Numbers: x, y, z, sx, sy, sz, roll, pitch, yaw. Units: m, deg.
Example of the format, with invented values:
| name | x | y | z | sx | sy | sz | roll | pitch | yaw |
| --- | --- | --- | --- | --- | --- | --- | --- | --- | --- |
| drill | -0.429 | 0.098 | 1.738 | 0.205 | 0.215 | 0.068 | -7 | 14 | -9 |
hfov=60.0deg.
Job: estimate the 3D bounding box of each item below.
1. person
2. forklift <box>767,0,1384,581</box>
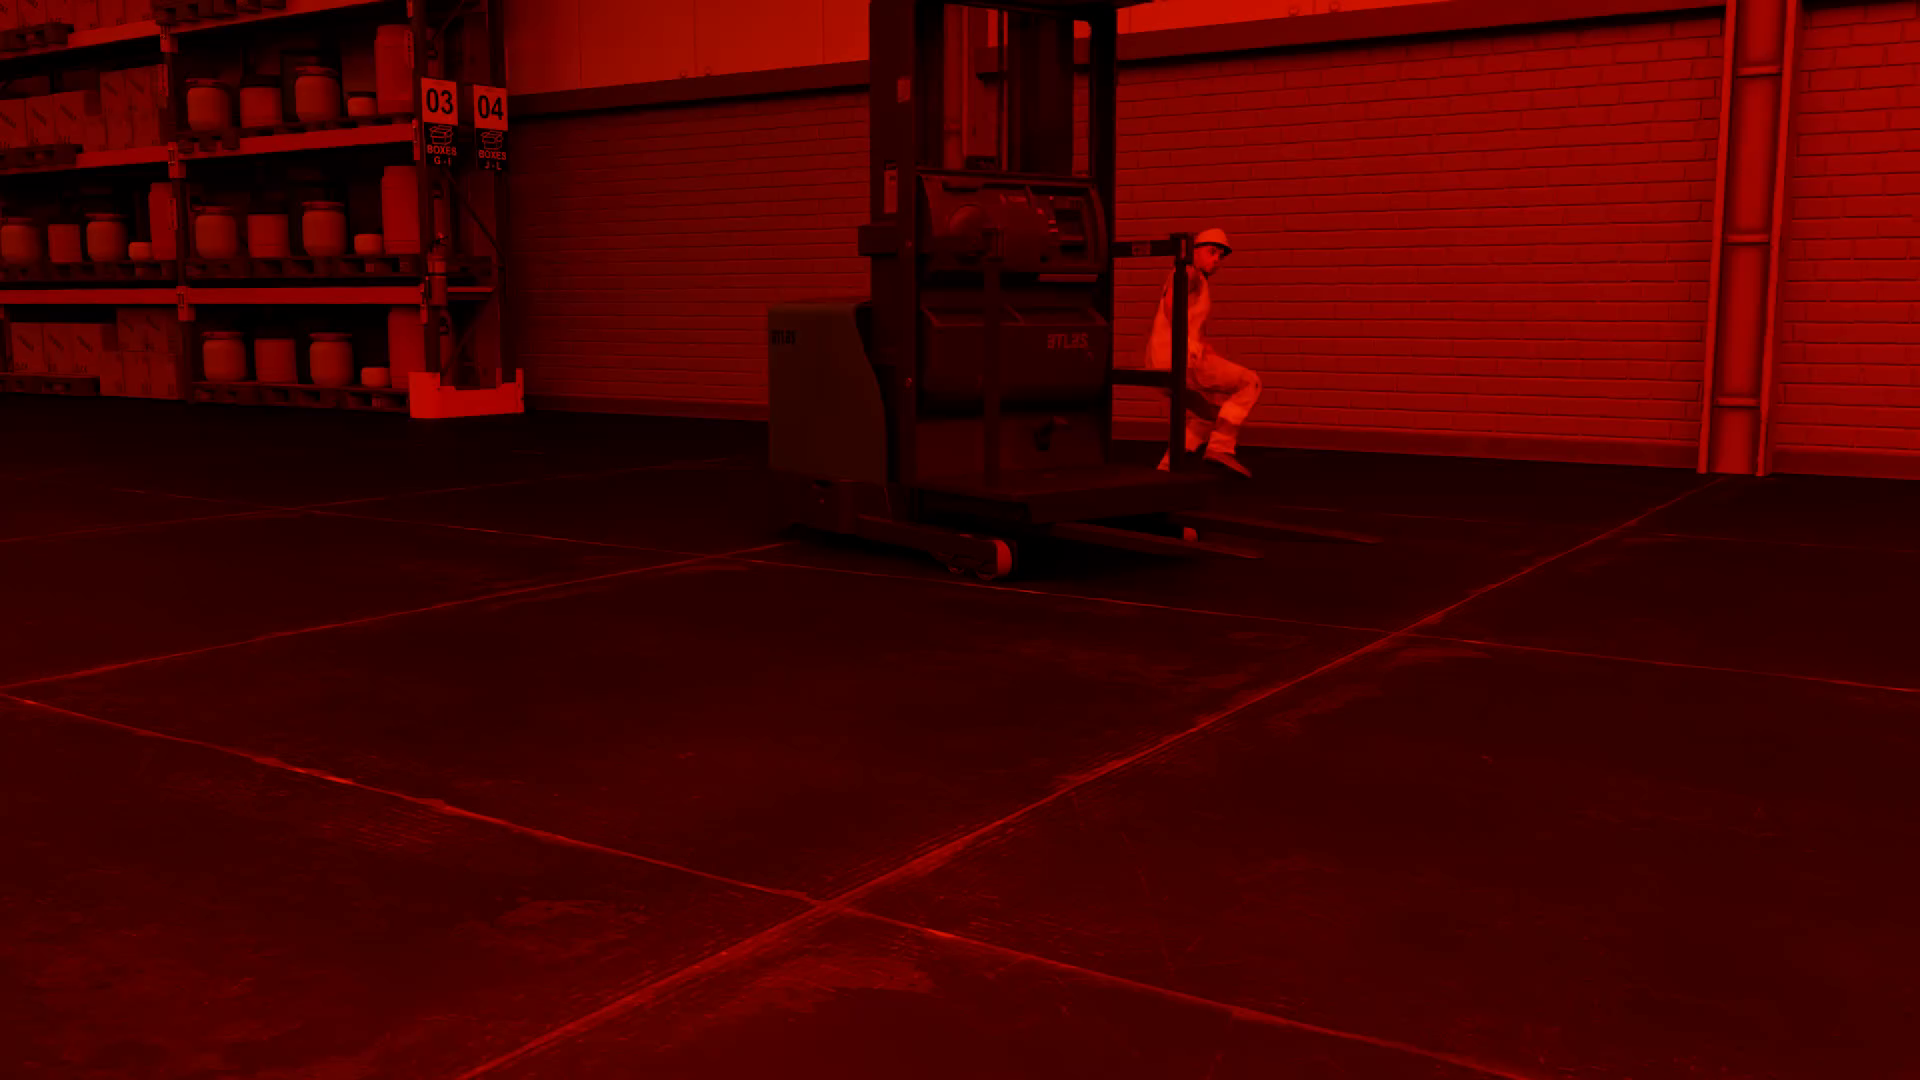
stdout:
| name | x | y | z | sx | sy | sz | roll | pitch | yaw |
| --- | --- | --- | --- | --- | --- | --- | --- | --- | --- |
| person | 1.412 | -1.031 | 9.635 | 0.678 | 1.535 | 0.811 | 0 | 8 | -3 |
| forklift | 0.365 | -1.368 | 6.815 | 1.130 | 2.935 | 3.031 | -6 | 10 | -36 |
